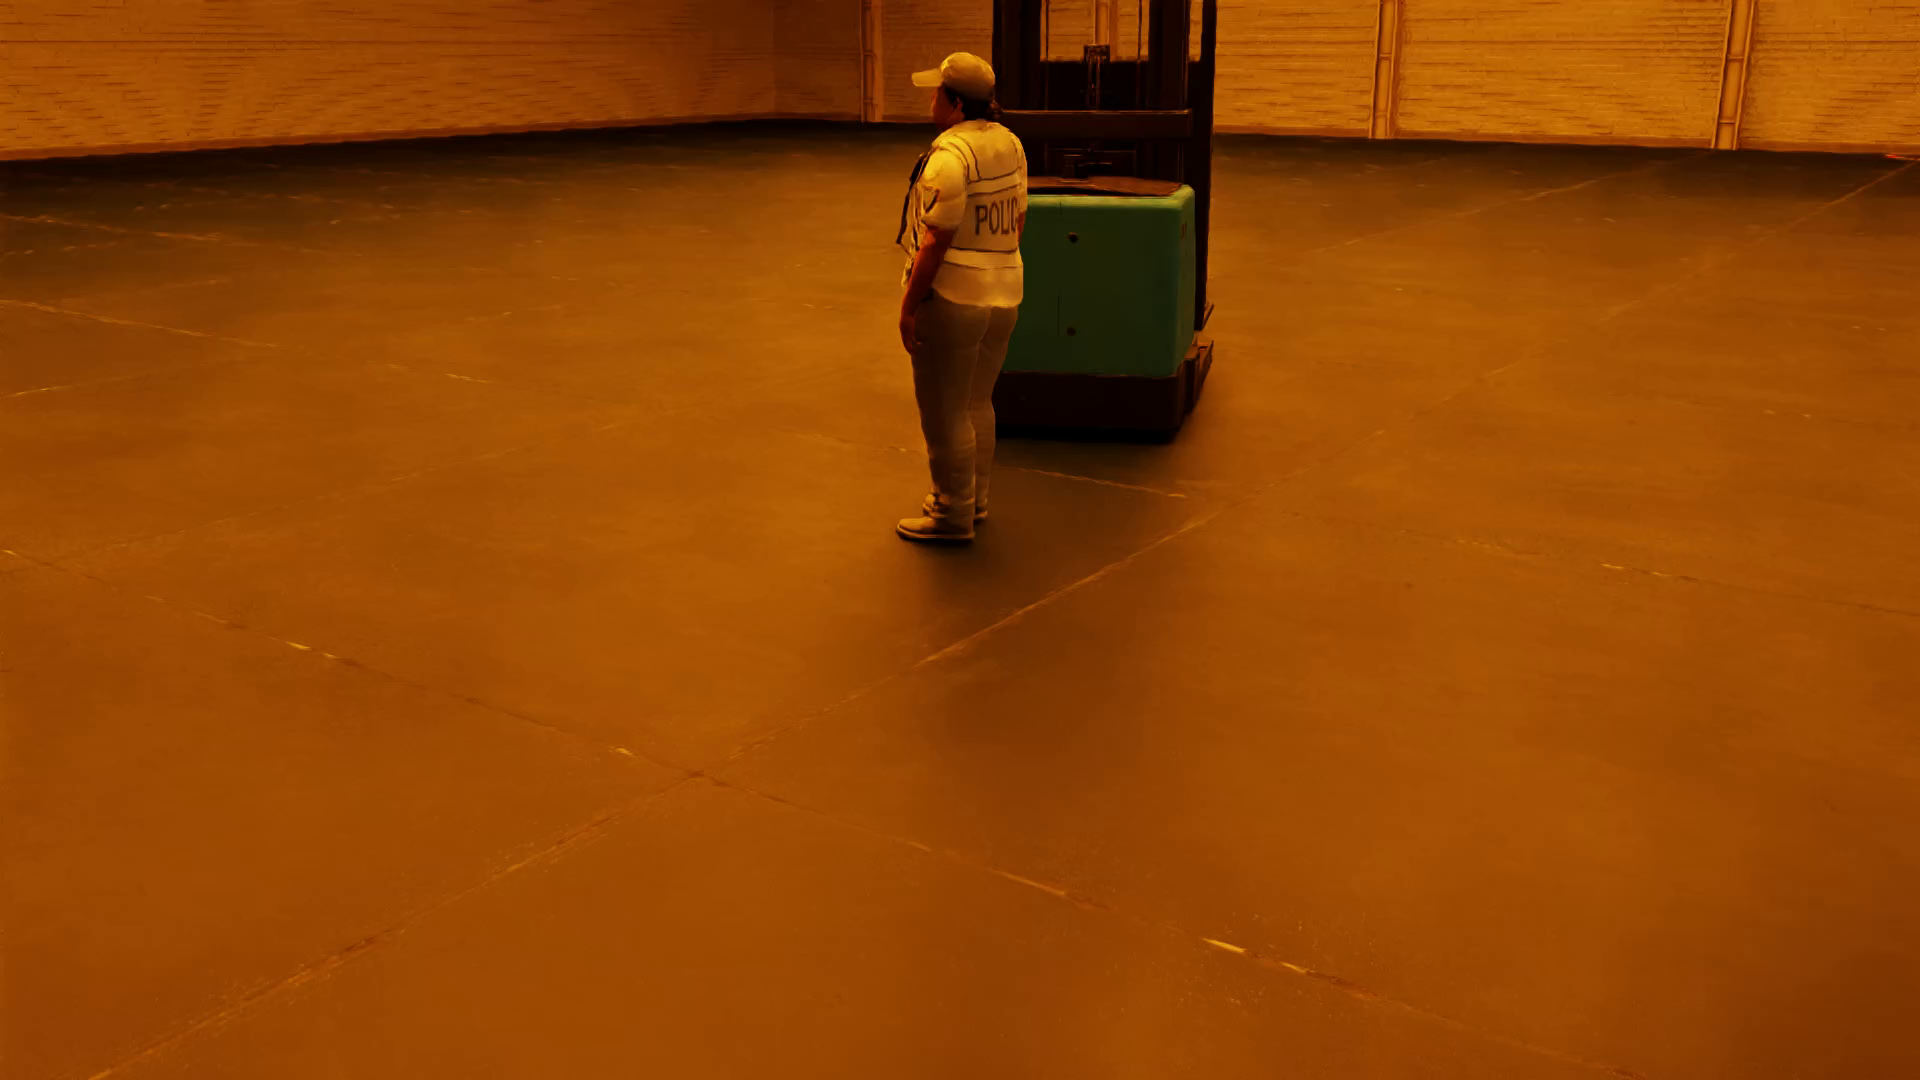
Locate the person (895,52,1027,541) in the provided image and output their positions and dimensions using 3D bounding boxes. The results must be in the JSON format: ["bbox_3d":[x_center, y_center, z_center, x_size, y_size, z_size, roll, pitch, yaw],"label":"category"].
[{"bbox_3d":[-0.050,-0.823,5.767,0.529,1.669,0.598,11,20,33],"label":"person"}]

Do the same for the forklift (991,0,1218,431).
[{"bbox_3d":[0.753,-2.267,8.415,1.130,2.935,3.031,4,17,12],"label":"forklift"}]
